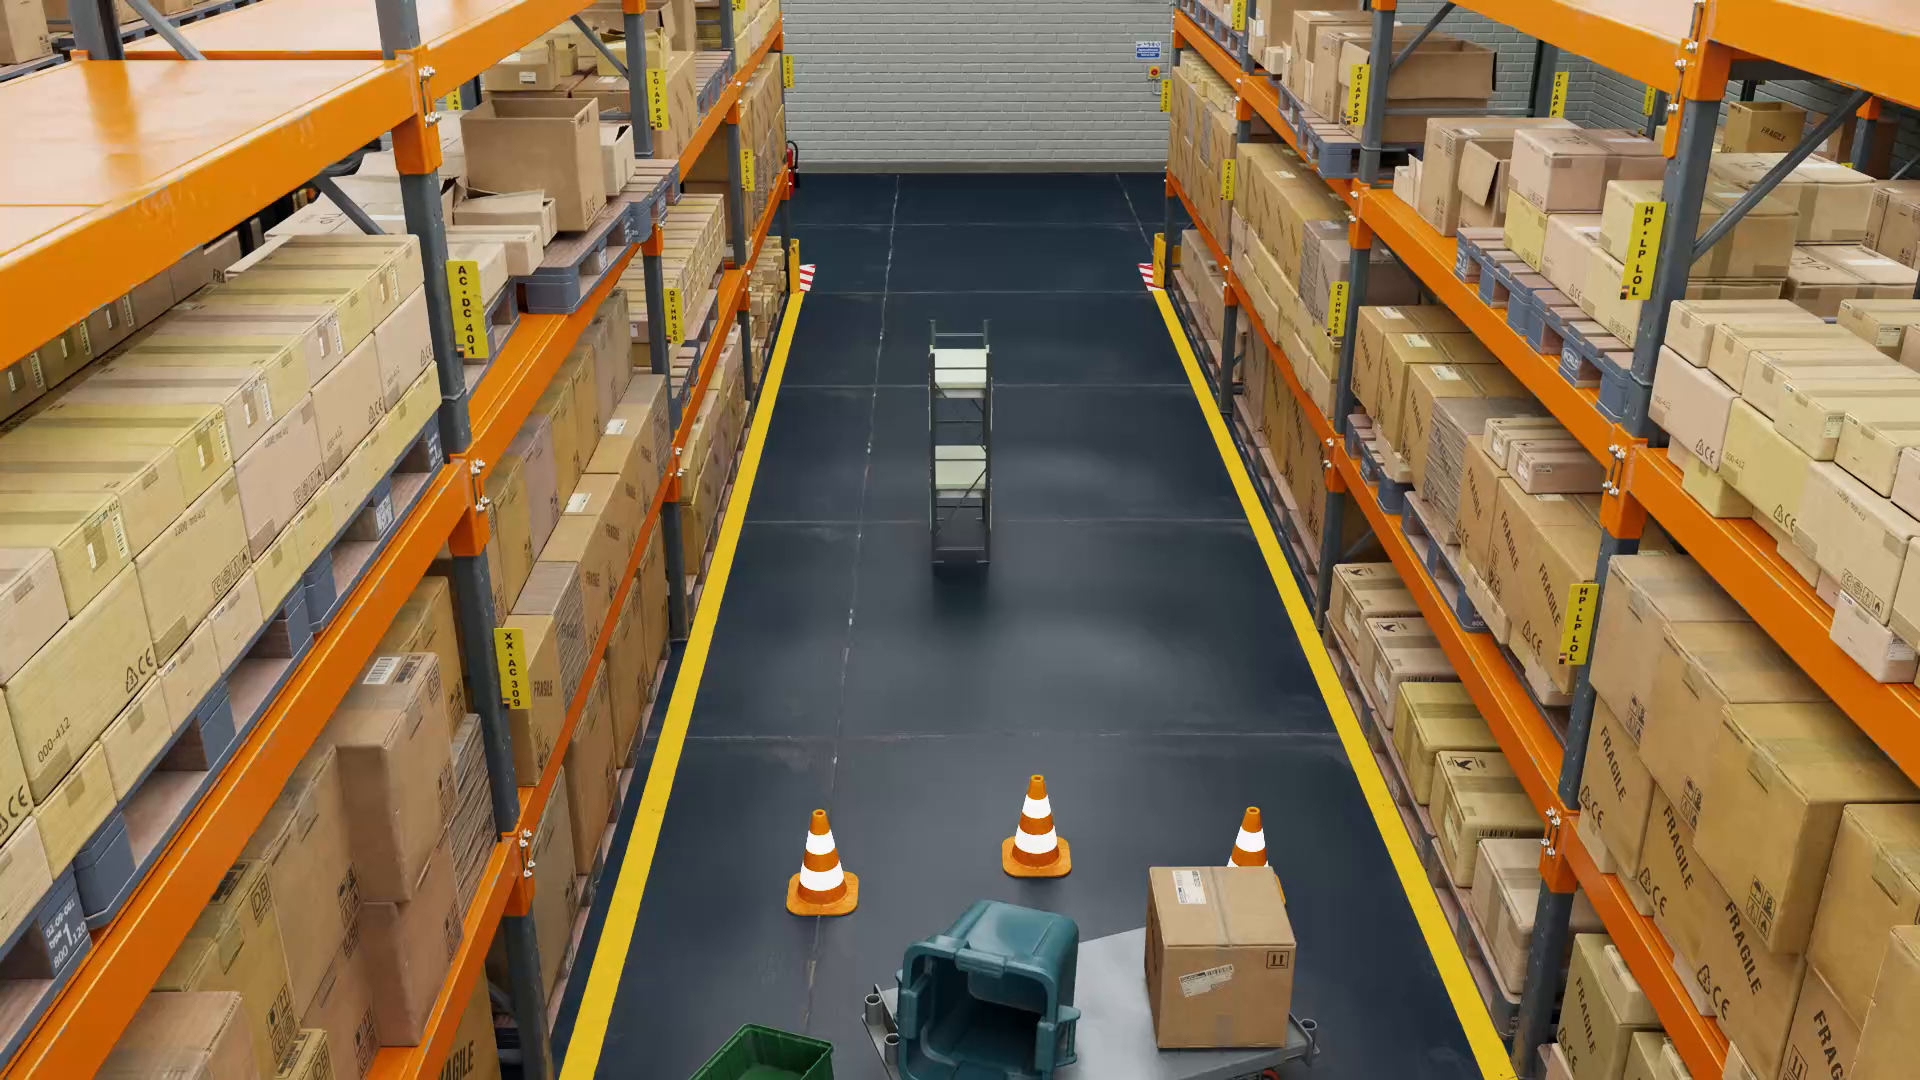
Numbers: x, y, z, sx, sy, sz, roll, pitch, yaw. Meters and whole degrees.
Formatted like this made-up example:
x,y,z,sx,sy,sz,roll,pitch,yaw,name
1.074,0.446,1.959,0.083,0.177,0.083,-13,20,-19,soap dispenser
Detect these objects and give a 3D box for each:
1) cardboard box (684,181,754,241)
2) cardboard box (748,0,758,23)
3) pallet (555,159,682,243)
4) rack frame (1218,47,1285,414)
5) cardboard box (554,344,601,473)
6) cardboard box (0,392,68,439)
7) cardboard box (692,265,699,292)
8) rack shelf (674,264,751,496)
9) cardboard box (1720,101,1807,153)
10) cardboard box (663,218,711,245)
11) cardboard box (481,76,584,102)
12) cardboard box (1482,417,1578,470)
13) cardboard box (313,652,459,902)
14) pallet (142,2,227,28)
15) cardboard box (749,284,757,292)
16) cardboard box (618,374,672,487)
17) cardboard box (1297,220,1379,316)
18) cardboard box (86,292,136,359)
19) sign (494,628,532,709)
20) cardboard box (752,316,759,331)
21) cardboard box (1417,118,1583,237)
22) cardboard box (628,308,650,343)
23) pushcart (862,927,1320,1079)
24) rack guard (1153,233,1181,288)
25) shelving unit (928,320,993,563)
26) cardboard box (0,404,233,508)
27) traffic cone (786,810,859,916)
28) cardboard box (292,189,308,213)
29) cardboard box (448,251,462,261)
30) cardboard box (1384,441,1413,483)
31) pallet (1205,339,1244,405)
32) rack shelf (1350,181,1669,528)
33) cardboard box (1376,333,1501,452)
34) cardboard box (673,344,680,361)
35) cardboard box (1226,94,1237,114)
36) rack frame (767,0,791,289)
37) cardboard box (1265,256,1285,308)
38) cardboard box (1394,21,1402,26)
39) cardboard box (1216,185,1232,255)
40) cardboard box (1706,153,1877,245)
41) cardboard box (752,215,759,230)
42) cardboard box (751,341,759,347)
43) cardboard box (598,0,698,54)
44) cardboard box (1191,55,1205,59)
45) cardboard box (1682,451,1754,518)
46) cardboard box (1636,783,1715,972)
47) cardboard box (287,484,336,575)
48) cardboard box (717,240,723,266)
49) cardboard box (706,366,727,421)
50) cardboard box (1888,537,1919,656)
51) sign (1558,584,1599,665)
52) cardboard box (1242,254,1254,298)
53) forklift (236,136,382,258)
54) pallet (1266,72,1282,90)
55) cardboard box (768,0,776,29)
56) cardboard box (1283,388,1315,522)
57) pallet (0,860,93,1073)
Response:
x,y,z,sx,sy,sz,roll,pitch,yaw,name
-1.994,-2.788,13.792,0.500,0.500,0.500,-1,24,-2,cardboard box
-1.998,-4.540,14.084,0.500,0.250,0.500,0,24,0,cardboard box
-2.137,-1.769,8.611,1.213,0.211,1.003,1,24,2,pallet
2.708,-2.466,13.562,1.000,3.000,0.127,0,24,-1,rack frame
-2.188,-0.650,8.212,0.700,0.500,0.500,-1,24,-1,cardboard box
-2.415,-0.158,4.008,0.500,0.250,0.500,-1,24,-1,cardboard box
-2.024,-1.808,11.541,0.380,0.149,0.250,1,24,1,cardboard box
-2.219,-1.250,11.746,1.077,0.370,4.000,0,24,-1,rack shelf
7.380,-3.740,15.291,0.500,0.500,0.500,0,24,1,cardboard box
-2.033,-2.260,12.180,0.380,0.149,0.250,0,24,-1,cardboard box
-2.457,-2.400,9.655,0.500,0.500,0.500,0,24,-1,cardboard box
2.517,-0.423,7.267,0.380,0.149,0.250,-1,24,-3,cardboard box
-2.062,0.713,5.042,0.875,0.550,0.550,0,24,-1,cardboard box
-7.210,-4.586,14.718,1.003,0.211,1.213,0,24,-1,pallet
-2.065,-2.250,15.314,0.380,0.149,0.250,-1,24,-3,cardboard box
-1.924,-0.615,9.348,0.500,0.500,0.500,0,24,-1,cardboard box
2.470,-1.742,10.626,0.500,0.500,0.500,0,24,0,cardboard box
-2.483,-0.597,4.496,0.380,0.149,0.250,0,24,-1,cardboard box
-1.599,0.461,5.944,0.100,0.325,0.005,0,24,-1,sign
-2.036,-2.009,15.142,0.380,0.149,0.250,1,24,2,cardboard box
2.752,-1.839,8.415,0.700,0.500,0.500,0,24,-1,cardboard box
-2.009,-1.295,10.046,0.380,0.149,0.250,0,24,0,cardboard box
0.516,2.056,6.745,1.648,0.377,0.936,-9,26,-19,pushcart
2.664,-2.985,17.743,1.175,0.500,0.348,0,24,-1,rack guard
0.000,-0.681,11.435,0.431,1.500,0.755,0,24,-1,shelving unit
-1.814,-0.183,3.580,0.380,0.149,0.250,0,24,0,cardboard box
-0.658,1.491,7.891,0.336,0.463,0.334,0,24,-1,traffic cone
-7.158,-3.029,16.877,0.875,0.875,0.875,0,24,-1,cardboard box
-1.910,-0.898,5.987,0.258,0.266,0.396,-1,24,-1,cardboard box
2.478,-0.416,8.826,0.380,0.149,0.250,0,24,0,cardboard box
2.778,-1.509,14.830,1.003,0.211,1.213,0,24,-1,pallet
2.773,-1.032,7.625,1.077,0.370,4.000,0,24,-1,rack shelf
2.538,-0.789,8.862,0.500,0.500,0.500,1,24,2,cardboard box
-2.006,-1.237,10.641,0.380,0.149,0.250,1,24,2,cardboard box
2.478,-3.704,14.178,0.380,0.149,0.250,0,24,-1,cardboard box
-2.284,-4.050,17.065,1.000,3.000,0.127,0,24,-1,rack frame
2.451,-1.811,11.690,0.500,0.250,0.500,-1,24,-2,cardboard box
2.927,-3.621,12.074,0.500,0.311,0.500,0,24,-1,cardboard box
2.447,-2.701,13.961,0.500,0.500,0.500,0,24,0,cardboard box
3.174,-1.335,6.487,0.500,0.250,0.500,-1,24,-2,cardboard box
-1.984,-2.837,14.689,0.380,0.149,0.250,0,24,0,cardboard box
-1.981,-1.658,14.725,0.380,0.149,0.250,0,24,-1,cardboard box
-2.347,-3.849,12.349,0.700,0.500,0.500,0,24,0,cardboard box
2.465,-4.655,16.281,0.380,0.149,0.250,0,24,1,cardboard box
2.498,-0.184,5.181,0.380,0.149,0.250,0,24,-1,cardboard box
2.550,1.039,5.330,0.500,0.500,0.500,0,24,-1,cardboard box
-1.819,-0.027,4.204,0.380,0.149,0.250,0,24,0,cardboard box
-2.035,-2.209,12.789,0.380,0.149,0.250,0,24,0,cardboard box
-1.968,-1.060,12.068,0.500,0.250,0.500,-1,24,-3,cardboard box
2.541,0.206,3.835,0.500,0.250,0.500,0,24,0,cardboard box
2.240,0.307,6.026,0.100,0.325,0.005,0,24,-1,sign
2.456,-2.002,12.718,0.500,0.250,0.500,-1,24,-2,cardboard box
-4.678,-1.727,12.013,1.130,2.935,3.031,0,24,0,forklift
2.767,-3.368,12.148,0.805,0.209,1.217,-1,24,-3,pallet
-2.002,-4.952,15.601,0.500,0.250,0.500,0,24,0,cardboard box
2.821,-0.693,11.711,0.875,0.875,0.875,0,24,0,cardboard box
-2.128,0.911,2.563,1.003,0.211,1.213,0,24,-1,pallet
